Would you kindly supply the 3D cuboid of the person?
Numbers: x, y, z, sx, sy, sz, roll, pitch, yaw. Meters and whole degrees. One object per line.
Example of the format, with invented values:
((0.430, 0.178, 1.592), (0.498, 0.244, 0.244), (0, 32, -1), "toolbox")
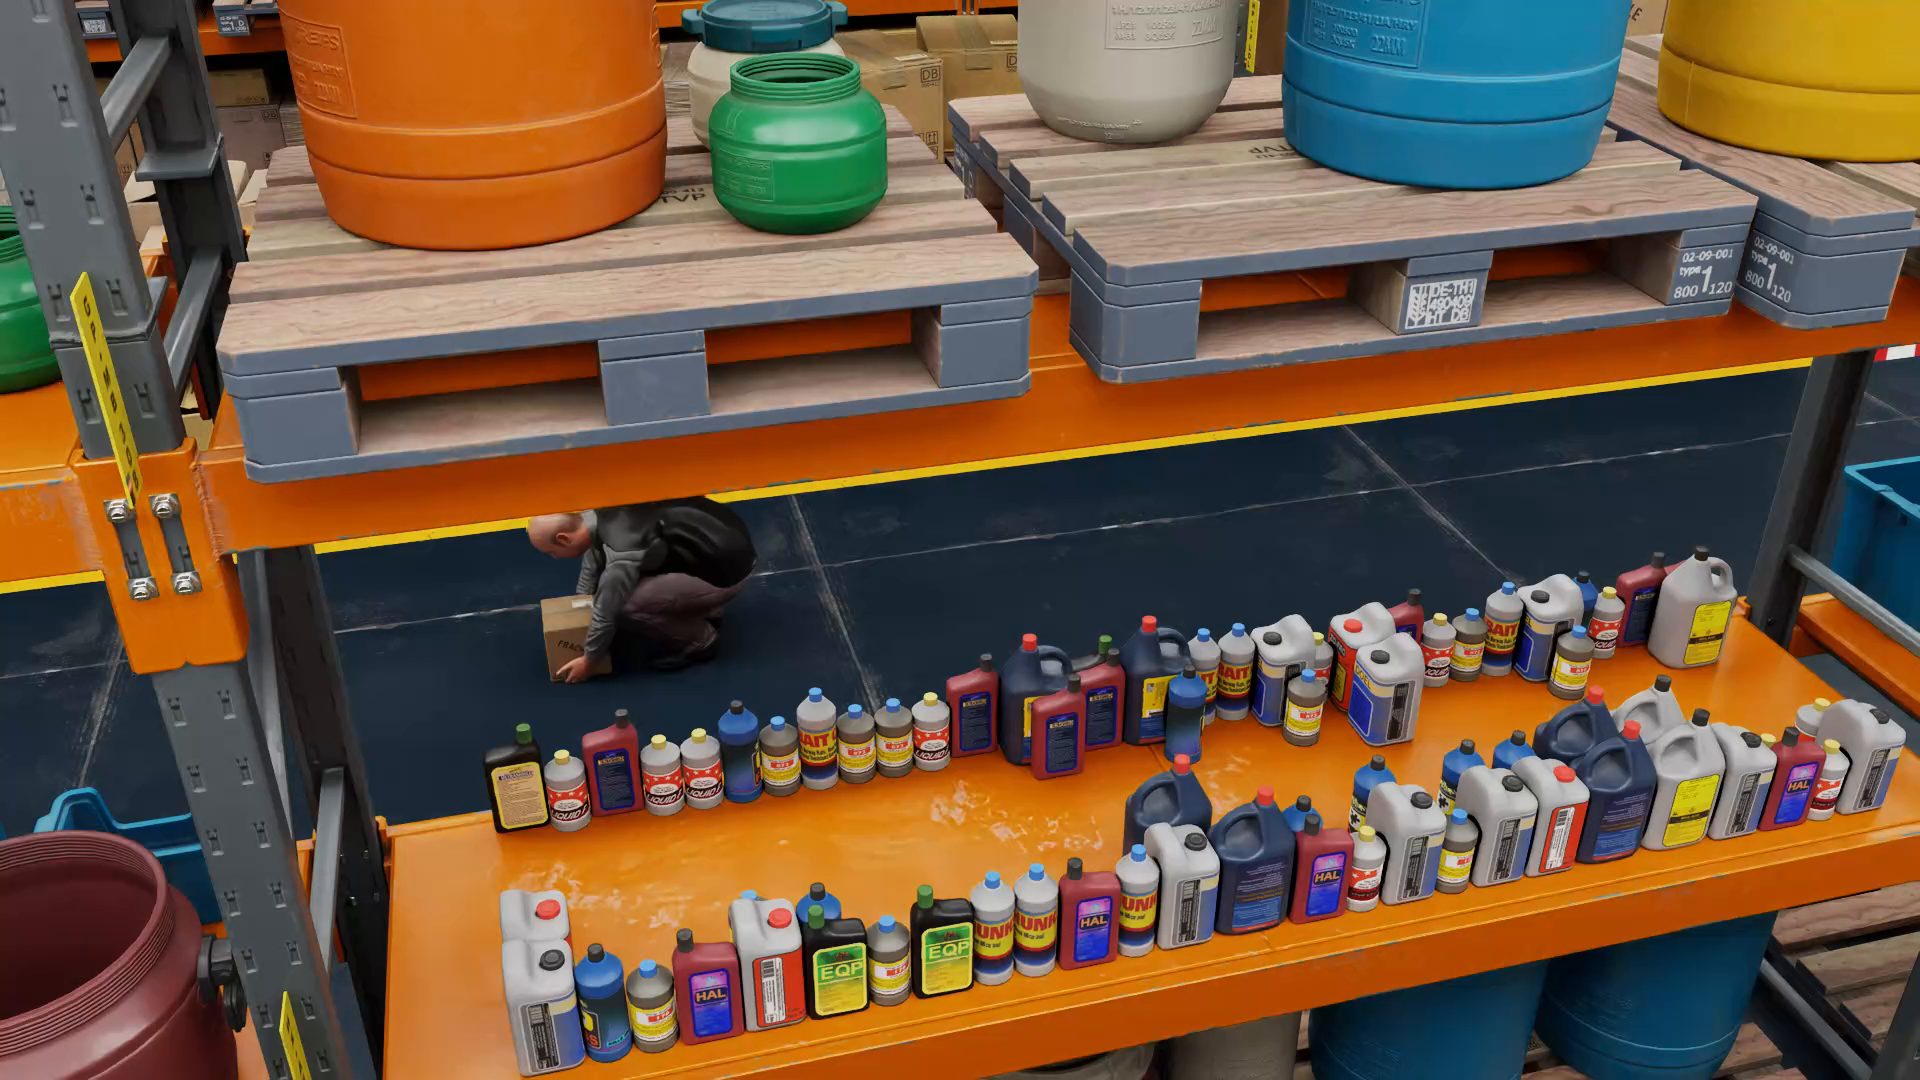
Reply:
((-1.290, 0.157, 6.886), (0.896, 0.830, 0.521), (-8, 31, -13), "person")
